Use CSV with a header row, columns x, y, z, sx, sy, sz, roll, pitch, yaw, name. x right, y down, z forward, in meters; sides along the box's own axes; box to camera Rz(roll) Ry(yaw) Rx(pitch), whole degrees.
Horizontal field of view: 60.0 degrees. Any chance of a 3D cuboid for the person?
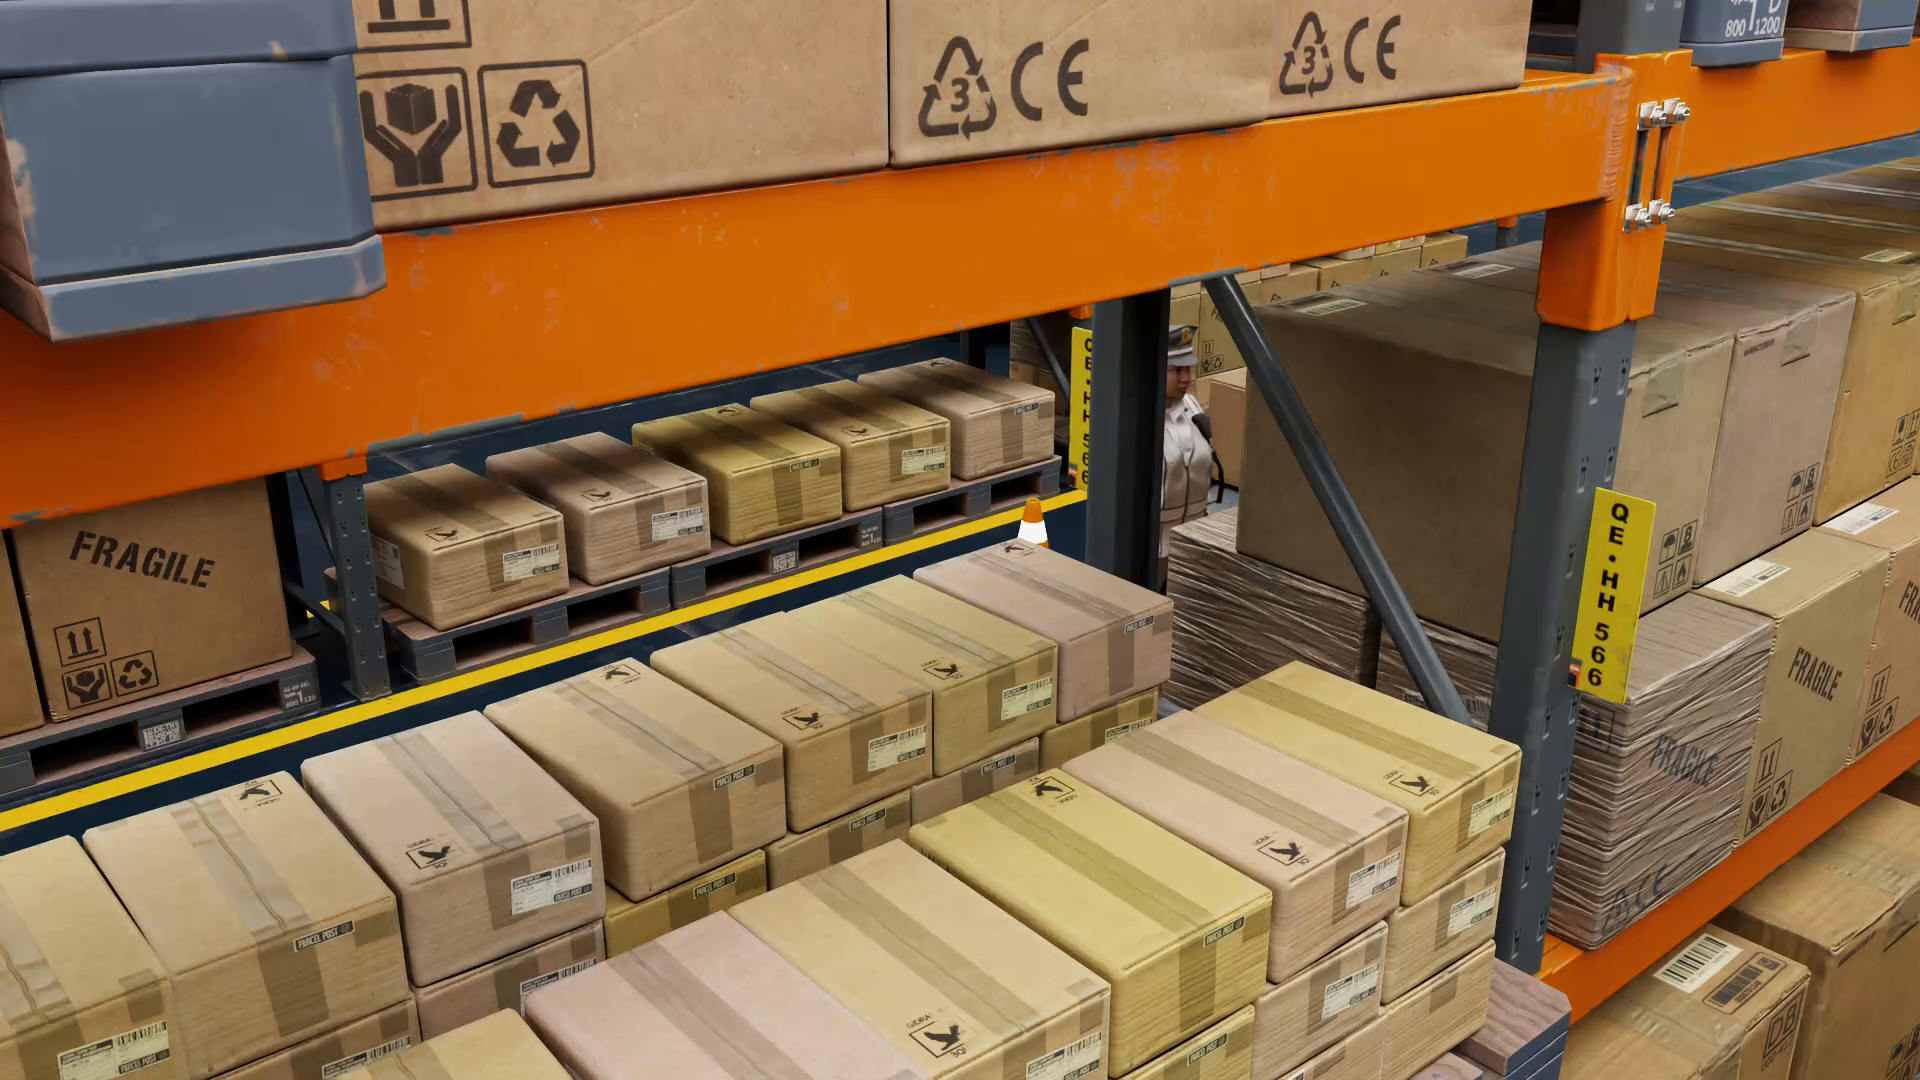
x,y,z,sx,sy,sz,roll,pitch,yaw,name
0.725,0.055,5.938,0.474,1.699,0.383,-16,26,-35,person
